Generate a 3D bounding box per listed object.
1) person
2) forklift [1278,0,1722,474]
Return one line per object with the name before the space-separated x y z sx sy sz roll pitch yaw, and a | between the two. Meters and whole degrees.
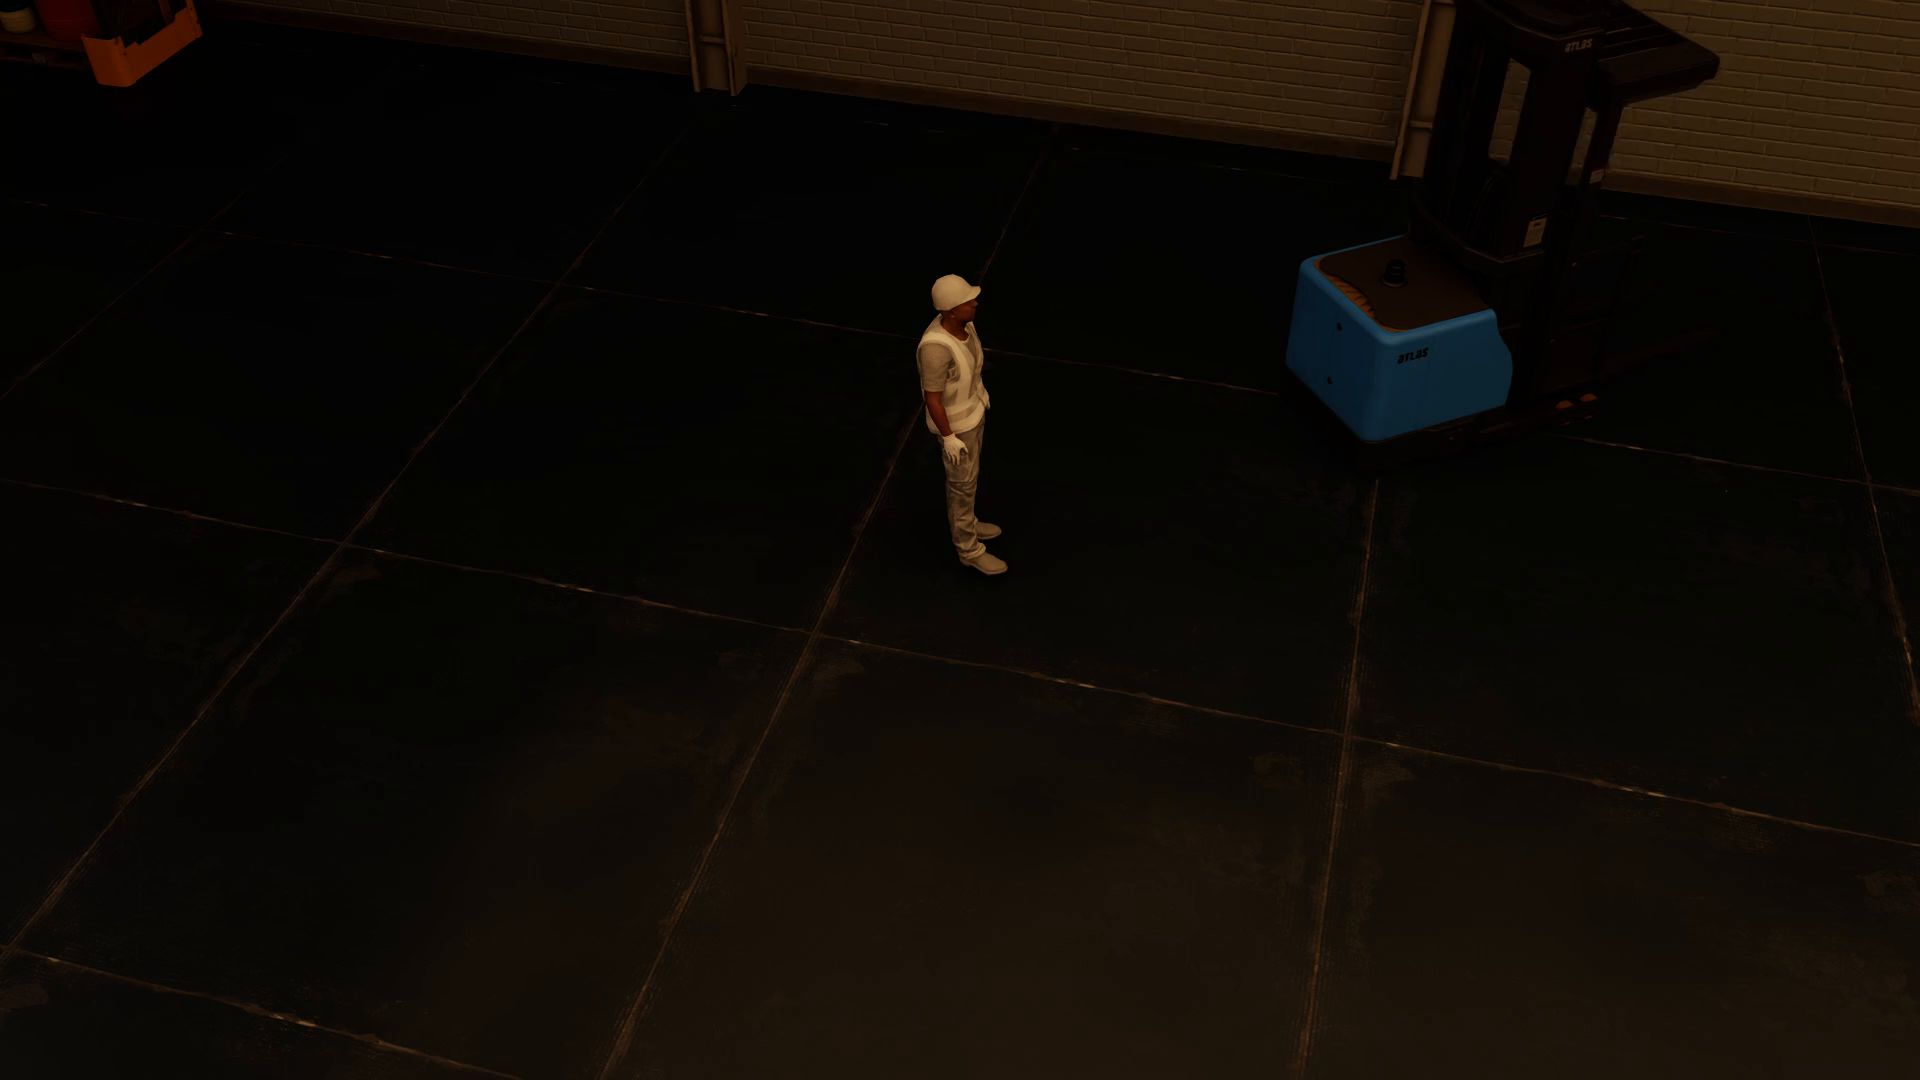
person | 0.068 -0.689 9.446 0.575 1.784 0.657 10 42 11
forklift | 3.691 -2.158 10.323 3.031 2.935 1.130 -16 44 -17
